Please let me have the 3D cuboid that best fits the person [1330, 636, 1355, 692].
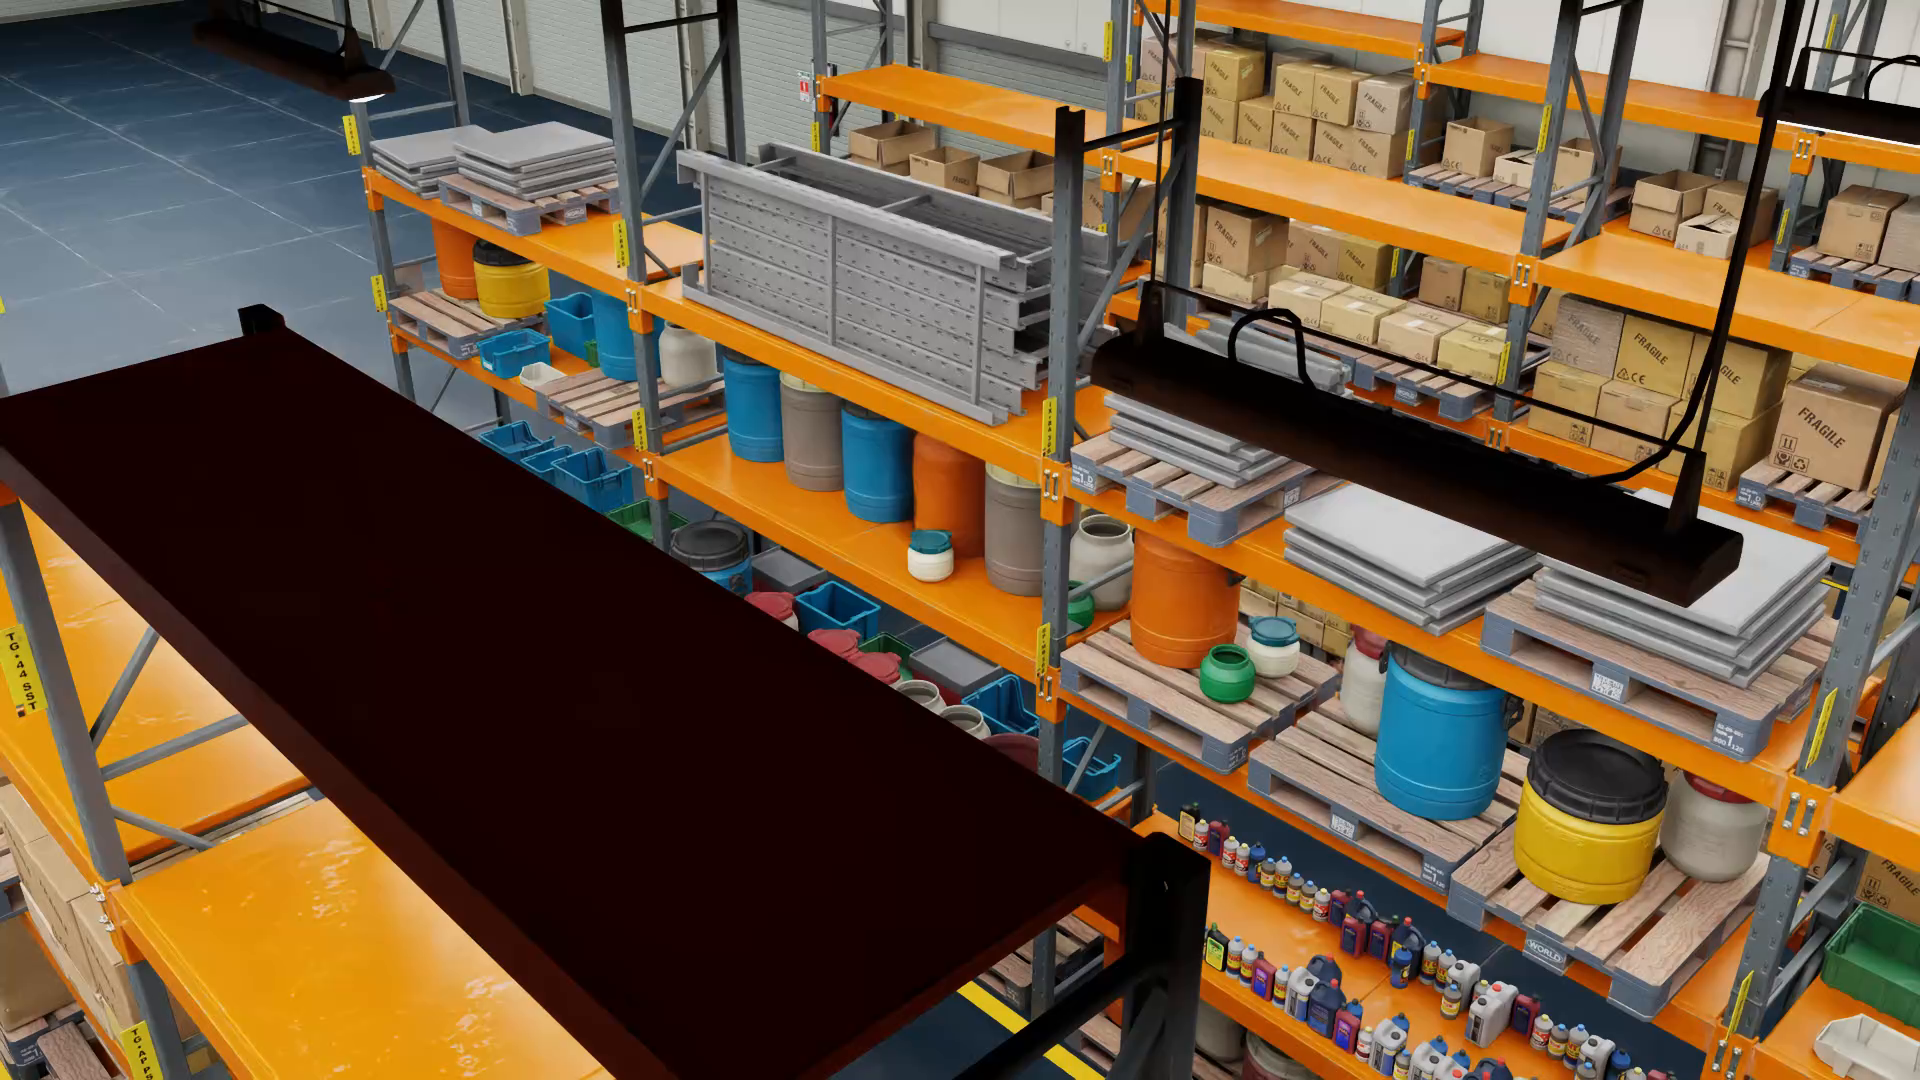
[{"bbox_3d":[3.236,1.124,12.767,0.929,1.510,0.602,23,36,36],"label":"person"}]
